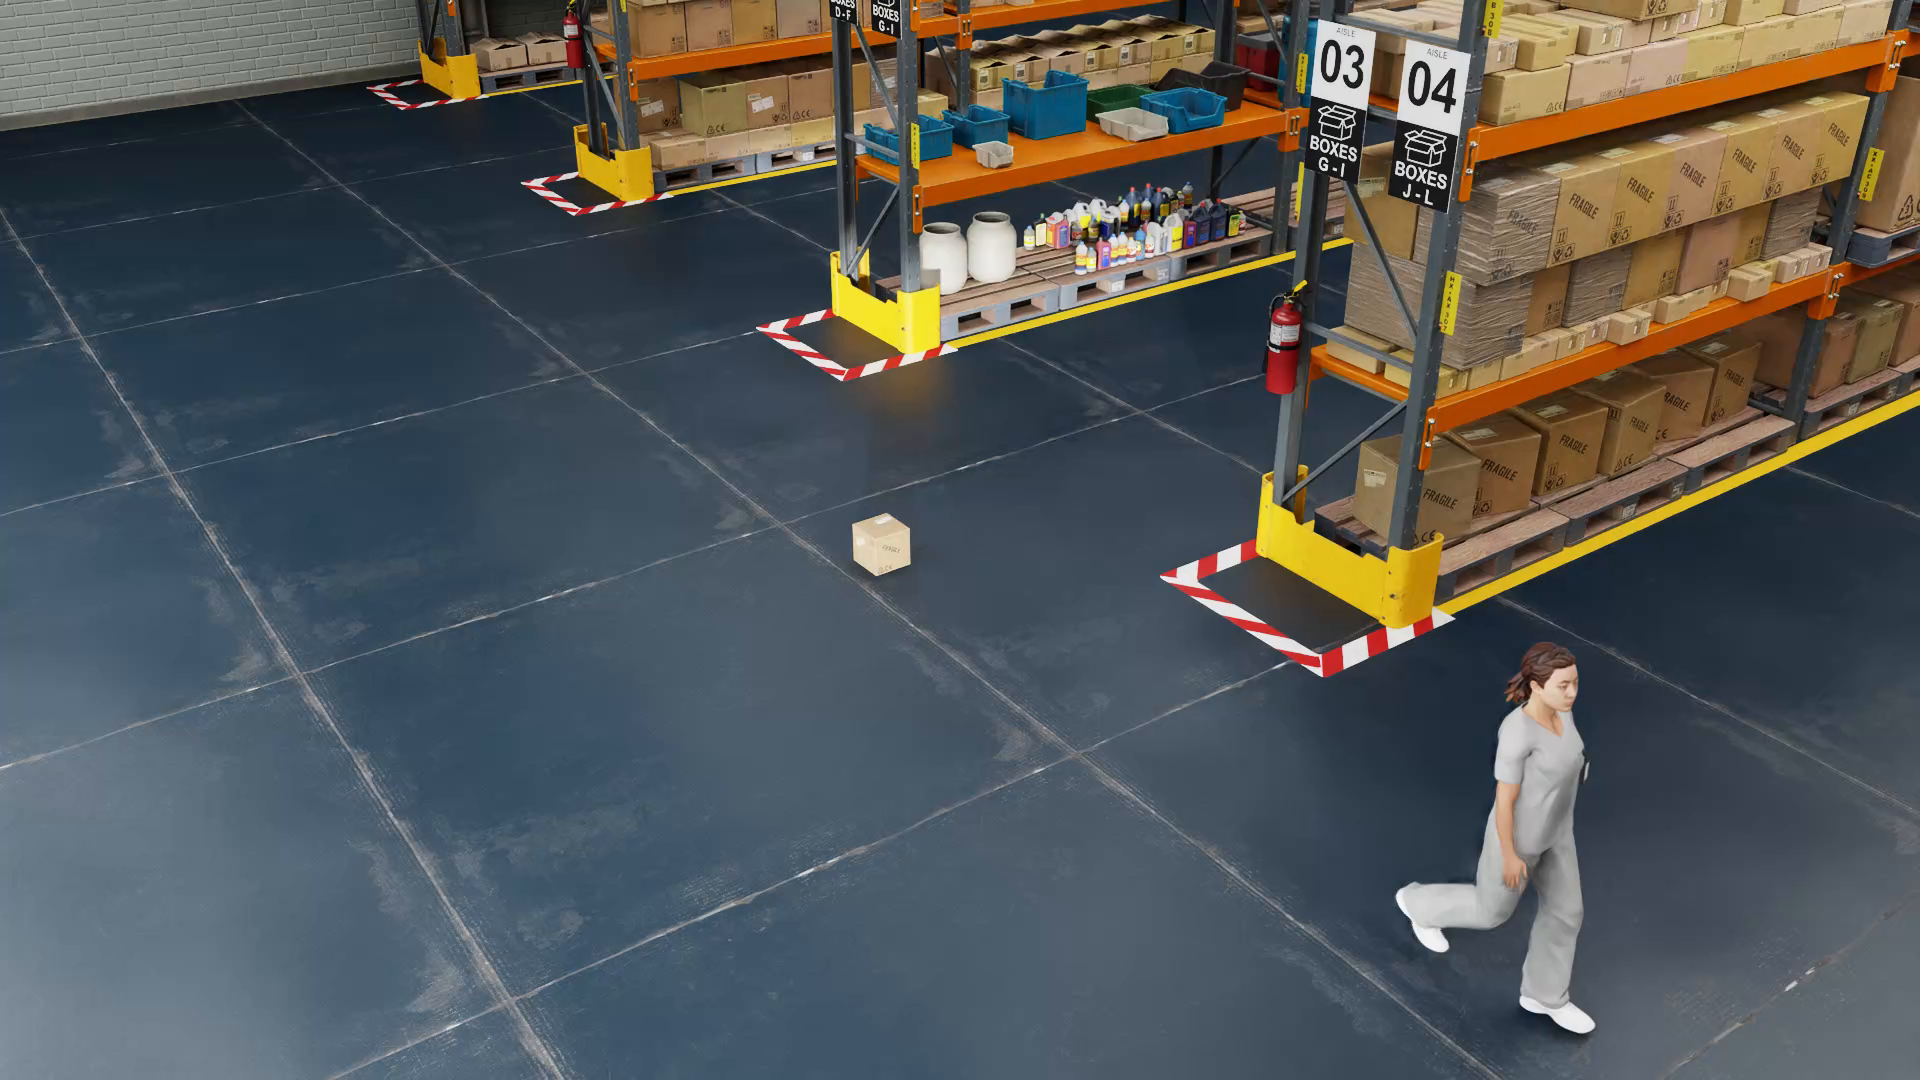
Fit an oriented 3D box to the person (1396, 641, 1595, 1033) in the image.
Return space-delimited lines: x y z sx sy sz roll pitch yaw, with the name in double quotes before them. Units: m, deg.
"person" 2.200 1.130 6.552 0.451 1.639 0.898 -21 35 -33
